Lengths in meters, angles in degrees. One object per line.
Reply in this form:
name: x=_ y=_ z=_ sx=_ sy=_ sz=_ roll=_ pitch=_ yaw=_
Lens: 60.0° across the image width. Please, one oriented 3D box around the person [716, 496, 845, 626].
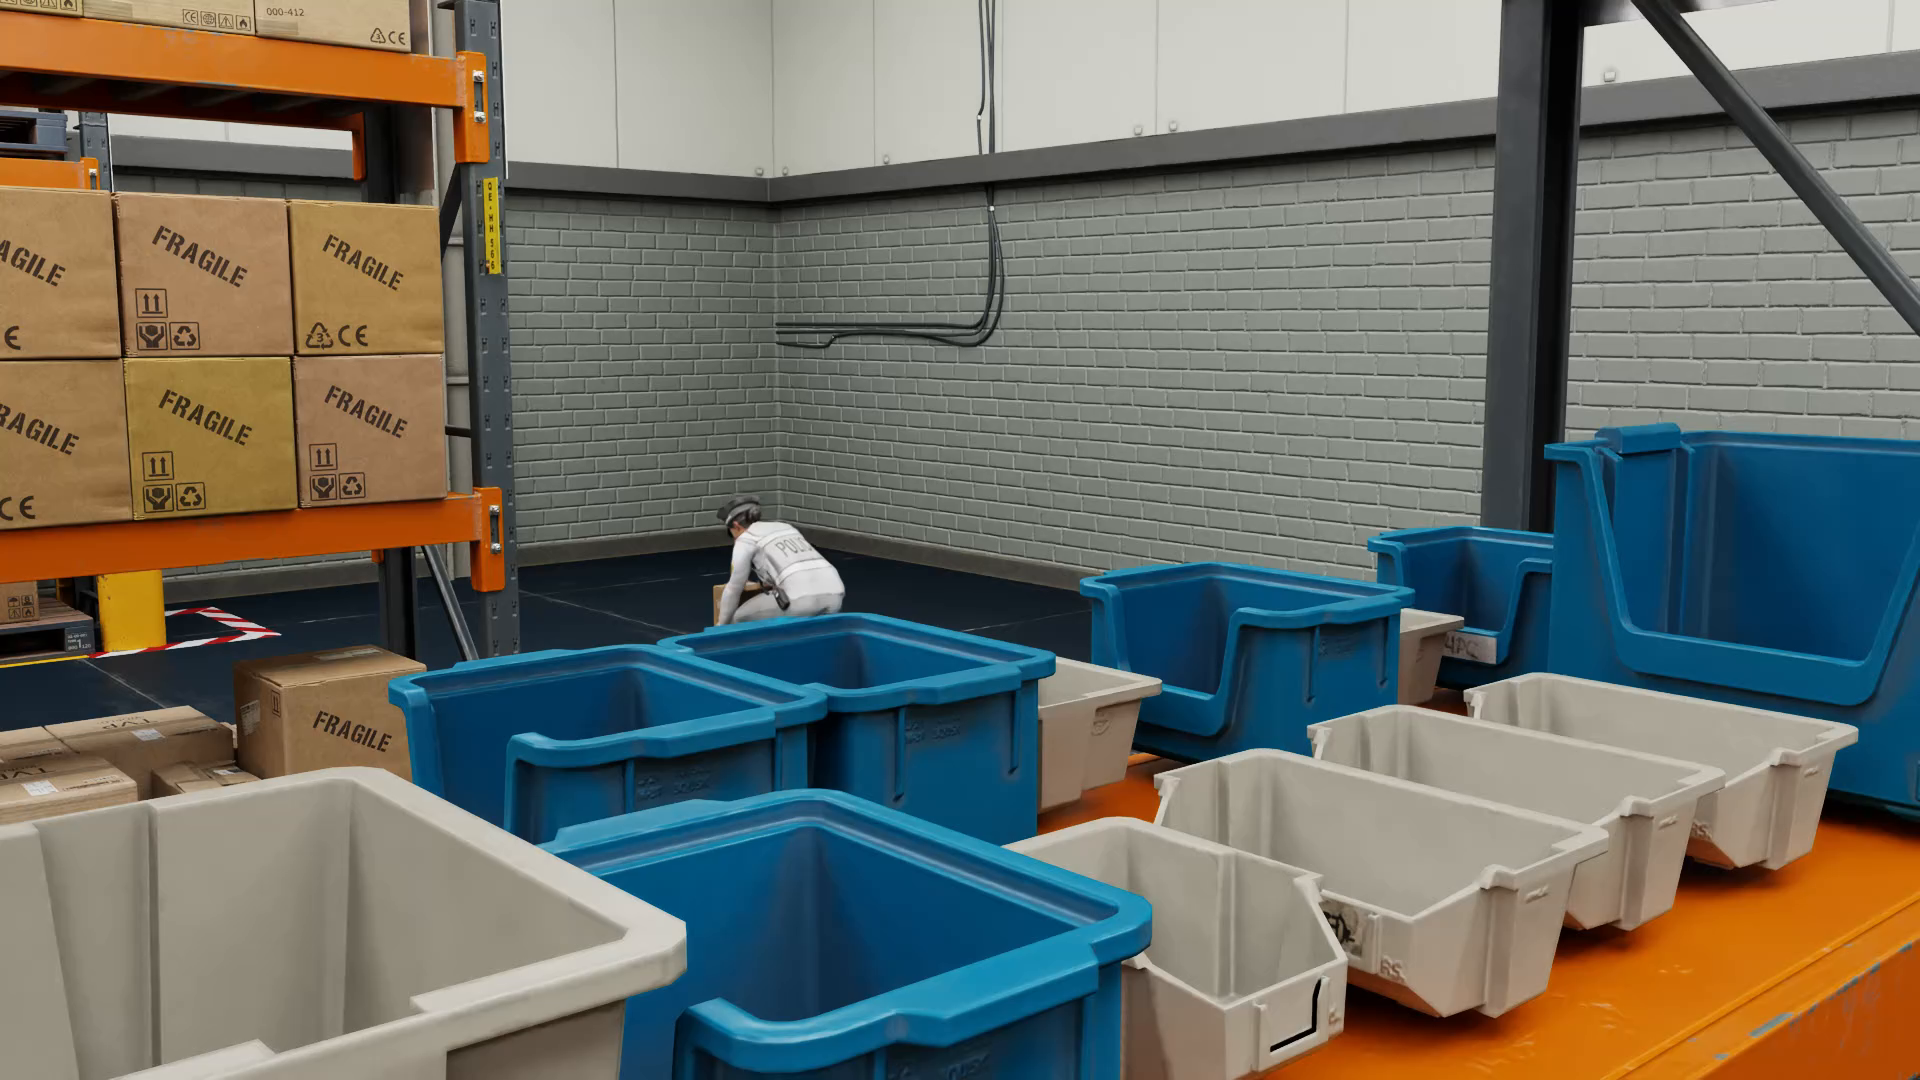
person: x=-0.992 y=0.262 z=8.978 sx=0.457 sy=0.979 sz=0.844 roll=-7 pitch=10 yaw=-42
